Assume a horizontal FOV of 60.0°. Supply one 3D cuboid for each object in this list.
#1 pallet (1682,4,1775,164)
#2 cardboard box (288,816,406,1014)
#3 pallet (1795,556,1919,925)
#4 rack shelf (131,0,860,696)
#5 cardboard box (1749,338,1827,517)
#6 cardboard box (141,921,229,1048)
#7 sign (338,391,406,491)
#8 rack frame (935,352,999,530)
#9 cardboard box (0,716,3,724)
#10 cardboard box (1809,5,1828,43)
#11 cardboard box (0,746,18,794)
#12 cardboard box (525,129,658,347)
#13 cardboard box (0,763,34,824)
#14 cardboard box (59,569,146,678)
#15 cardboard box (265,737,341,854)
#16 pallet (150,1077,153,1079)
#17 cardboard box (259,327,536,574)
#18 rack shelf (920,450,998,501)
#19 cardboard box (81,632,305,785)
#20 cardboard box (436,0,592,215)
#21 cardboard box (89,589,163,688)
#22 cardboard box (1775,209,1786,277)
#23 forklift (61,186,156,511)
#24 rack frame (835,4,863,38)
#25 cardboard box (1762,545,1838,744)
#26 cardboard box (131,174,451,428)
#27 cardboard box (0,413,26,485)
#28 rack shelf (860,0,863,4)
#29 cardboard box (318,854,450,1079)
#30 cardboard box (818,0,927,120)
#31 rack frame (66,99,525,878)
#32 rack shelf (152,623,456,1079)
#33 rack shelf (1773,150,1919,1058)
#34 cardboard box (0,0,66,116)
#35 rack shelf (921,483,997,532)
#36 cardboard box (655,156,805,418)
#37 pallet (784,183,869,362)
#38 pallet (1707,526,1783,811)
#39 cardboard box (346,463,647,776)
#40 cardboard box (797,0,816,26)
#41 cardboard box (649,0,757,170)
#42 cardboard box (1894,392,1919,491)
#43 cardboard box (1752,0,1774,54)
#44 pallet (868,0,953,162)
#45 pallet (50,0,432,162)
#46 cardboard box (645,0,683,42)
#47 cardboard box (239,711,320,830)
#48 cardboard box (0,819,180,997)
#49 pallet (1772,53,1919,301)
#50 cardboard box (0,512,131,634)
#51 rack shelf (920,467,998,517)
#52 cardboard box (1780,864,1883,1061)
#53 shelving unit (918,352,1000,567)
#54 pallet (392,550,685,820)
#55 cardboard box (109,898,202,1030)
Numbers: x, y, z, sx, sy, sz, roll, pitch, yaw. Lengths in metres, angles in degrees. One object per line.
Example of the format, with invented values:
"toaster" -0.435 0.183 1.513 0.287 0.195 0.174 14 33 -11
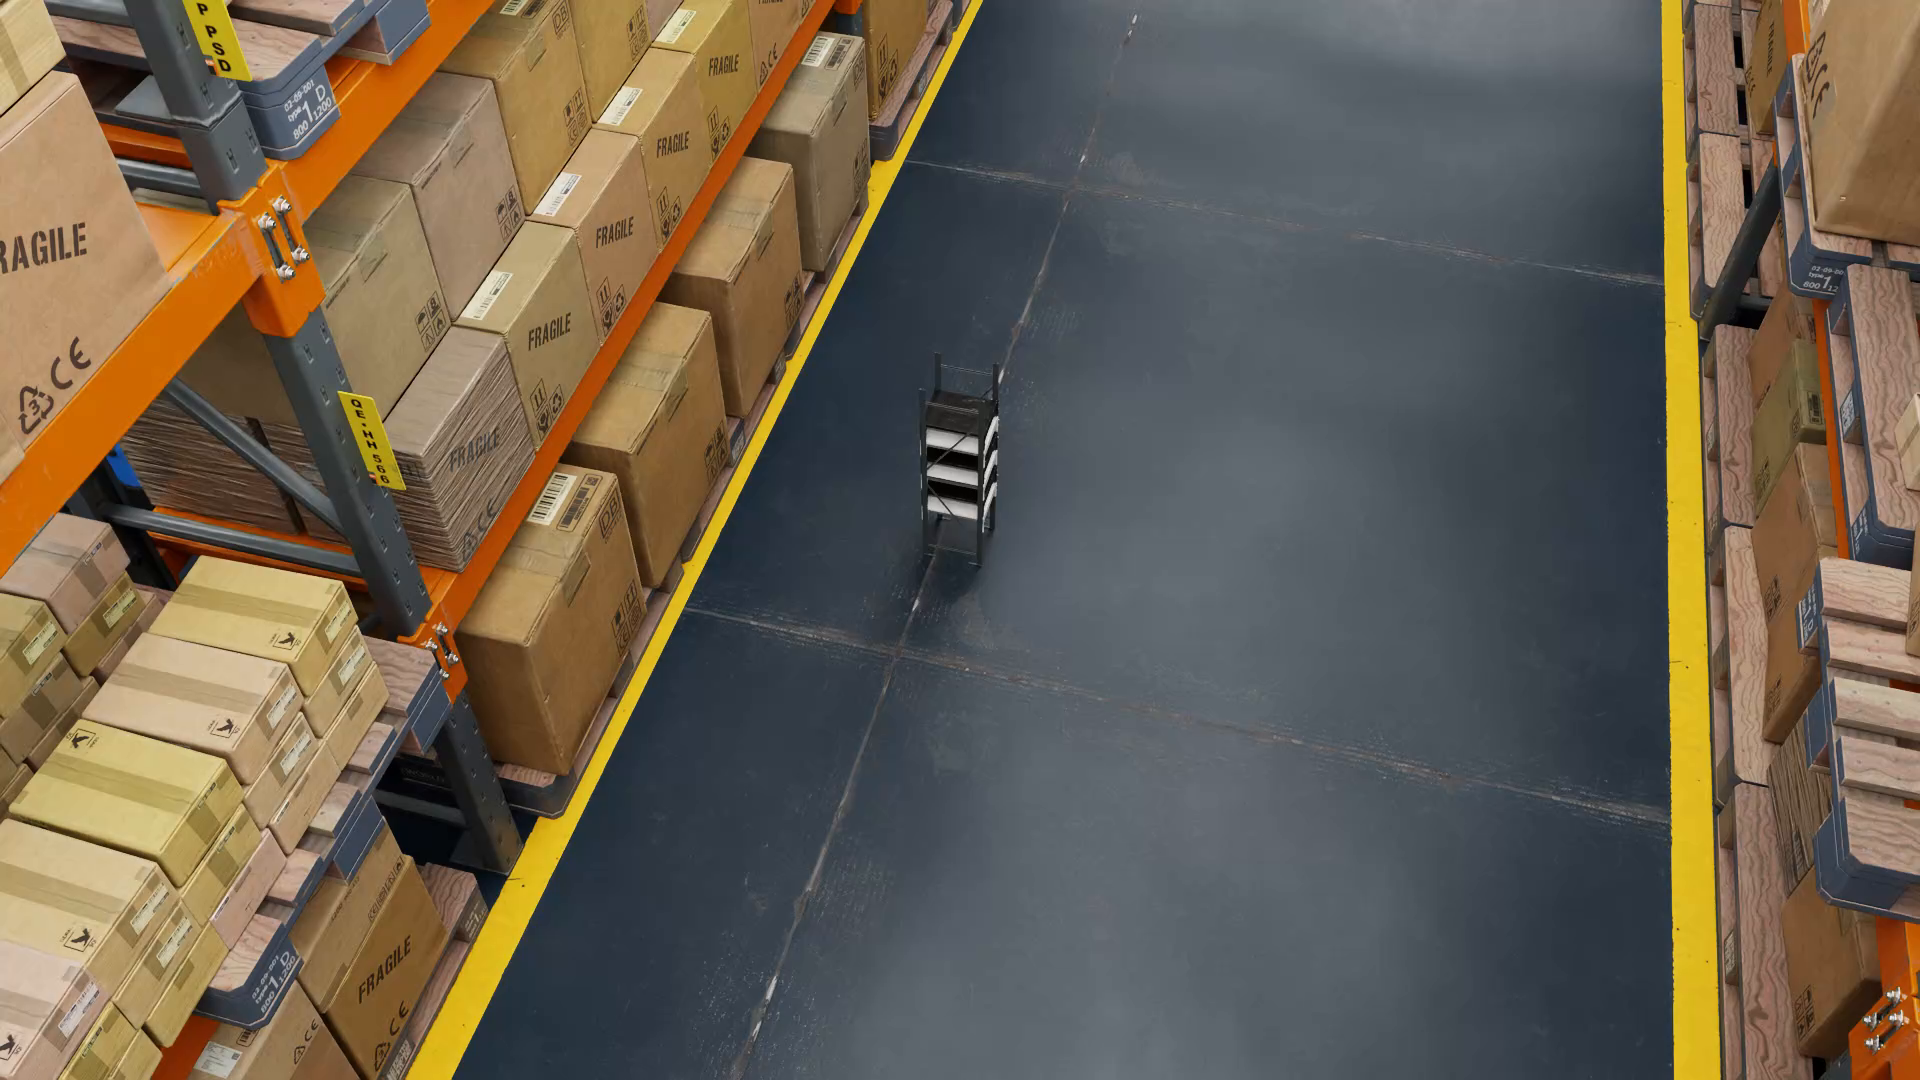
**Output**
"pallet" 4.273 -2.285 8.545 1.003 0.211 1.213 12 50 10
"cardboard box" -1.927 0.998 4.675 0.500 0.250 0.500 11 49 9
"pallet" 2.844 0.590 4.275 1.213 0.211 1.003 12 50 10
"rack shelf" -1.473 -1.197 6.205 1.077 0.370 4.000 12 50 10
"cardboard box" 3.485 -0.367 6.366 0.700 0.500 0.500 11 50 10
"cardboard box" -1.890 0.948 3.719 0.380 0.149 0.250 11 49 10
"sign" -1.474 -0.245 4.165 0.100 0.325 0.005 12 50 10
"rack frame" 0.025 -0.365 6.391 0.240 0.900 0.006 12 50 10
"cardboard box" -2.445 0.426 3.783 0.380 0.149 0.250 11 50 10
"cardboard box" 3.585 -1.960 6.566 0.380 0.149 0.250 12 50 10
"cardboard box" -2.457 0.557 3.865 0.380 0.149 0.250 10 49 9
"cardboard box" -1.357 -1.026 5.507 0.500 0.500 0.500 12 50 10
"cardboard box" -2.454 0.629 4.001 0.380 0.149 0.250 14 50 12
"cardboard box" -2.321 0.167 4.210 0.380 0.149 0.250 14 50 12
"cardboard box" -1.753 0.582 4.042 0.380 0.149 0.250 11 50 10
"pallet" -2.481 1.515 3.459 1.003 0.211 1.213 12 50 10
"cardboard box" -1.621 -0.293 4.860 0.500 0.500 0.500 12 50 10
"rack shelf" -0.002 -0.270 6.351 0.258 0.077 0.200 12 50 10
"cardboard box" -1.755 0.385 3.819 0.380 0.149 0.250 11 49 10
"cardboard box" -1.607 -1.413 5.182 0.700 0.500 0.500 11 49 9
"cardboard box" -2.312 0.239 4.344 0.380 0.149 0.250 11 49 10
"cardboard box" 3.955 -1.423 7.311 0.500 0.500 0.500 10 49 9
"forklift" -2.863 -2.070 6.541 1.130 2.935 3.031 12 50 10
"rack frame" -0.947 -2.882 7.212 1.000 3.000 0.127 12 50 10
"cardboard box" 3.192 0.441 5.653 0.700 0.500 0.500 15 50 13
"cardboard box" -1.872 -0.675 4.531 0.700 0.500 0.500 11 50 10
"cardboard box" -2.024 -0.187 2.766 0.500 0.500 0.500 12 50 10
"rack shelf" -0.421 -4.091 8.758 1.077 0.370 4.000 12 50 10
"cardboard box" -1.921 1.227 4.972 0.500 0.500 0.500 11 50 10
"cardboard box" -0.714 -2.759 8.240 0.875 0.875 0.875 12 50 11
"rack frame" -2.000 0.011 4.658 1.000 3.000 0.127 12 50 10
"rack shelf" -2.526 1.696 3.651 1.077 0.370 4.000 12 50 10
"rack shelf" 3.285 -0.145 5.276 1.077 0.370 4.000 12 50 10
"cardboard box" -1.856 -0.924 2.906 0.396 0.266 0.258 12 50 10
"rack shelf" -0.002 -0.151 6.486 0.258 0.077 0.200 12 50 10
"cardboard box" -1.281 -1.113 6.871 1.050 0.750 0.750 12 50 10
"pallet" -1.077 -1.386 7.752 1.003 0.211 1.213 12 50 10
"pallet" 3.289 0.541 6.050 1.003 0.211 1.213 12 50 10
"cardboard box" -1.753 0.194 5.717 1.050 0.750 0.750 11 49 10
"cardboard box" -0.826 -2.485 6.795 0.500 0.500 0.500 11 50 10
"cardboard box" -1.092 -1.754 6.149 0.500 0.500 0.500 12 50 10
"cardboard box" 2.937 -0.291 4.734 0.396 0.266 0.258 10 49 9
"cardboard box" 4.377 -2.699 8.437 0.500 0.500 0.500 16 50 14
"pallet" -0.671 -2.494 8.729 1.003 0.211 1.213 12 50 10
"pallet" -1.881 -1.395 4.025 1.213 0.211 1.003 14 50 12
"cardboard box" -1.339 -2.148 5.830 0.700 0.500 0.500 12 50 10
"cardboard box" -1.759 0.498 3.918 0.380 0.149 0.250 13 50 11
"cardboard box" -1.890 0.768 3.481 0.380 0.149 0.250 13 50 11
"pallet" 3.470 -1.242 5.893 1.003 0.211 1.213 12 50 10
"cardboard box" -2.309 0.058 4.108 0.380 0.149 0.250 12 50 10
"rack shelf" -0.002 -0.210 6.419 0.258 0.077 0.200 12 50 10
"cardboard box" 2.916 1.256 4.933 0.700 0.500 0.500 9 49 8
"shelving unit" -0.002 -0.292 6.326 0.258 0.900 0.210 12 50 10
"pallet" -1.720 0.379 6.194 1.003 0.211 1.213 12 50 10
"cardboard box" -1.892 0.869 3.590 0.380 0.149 0.250 12 50 10
